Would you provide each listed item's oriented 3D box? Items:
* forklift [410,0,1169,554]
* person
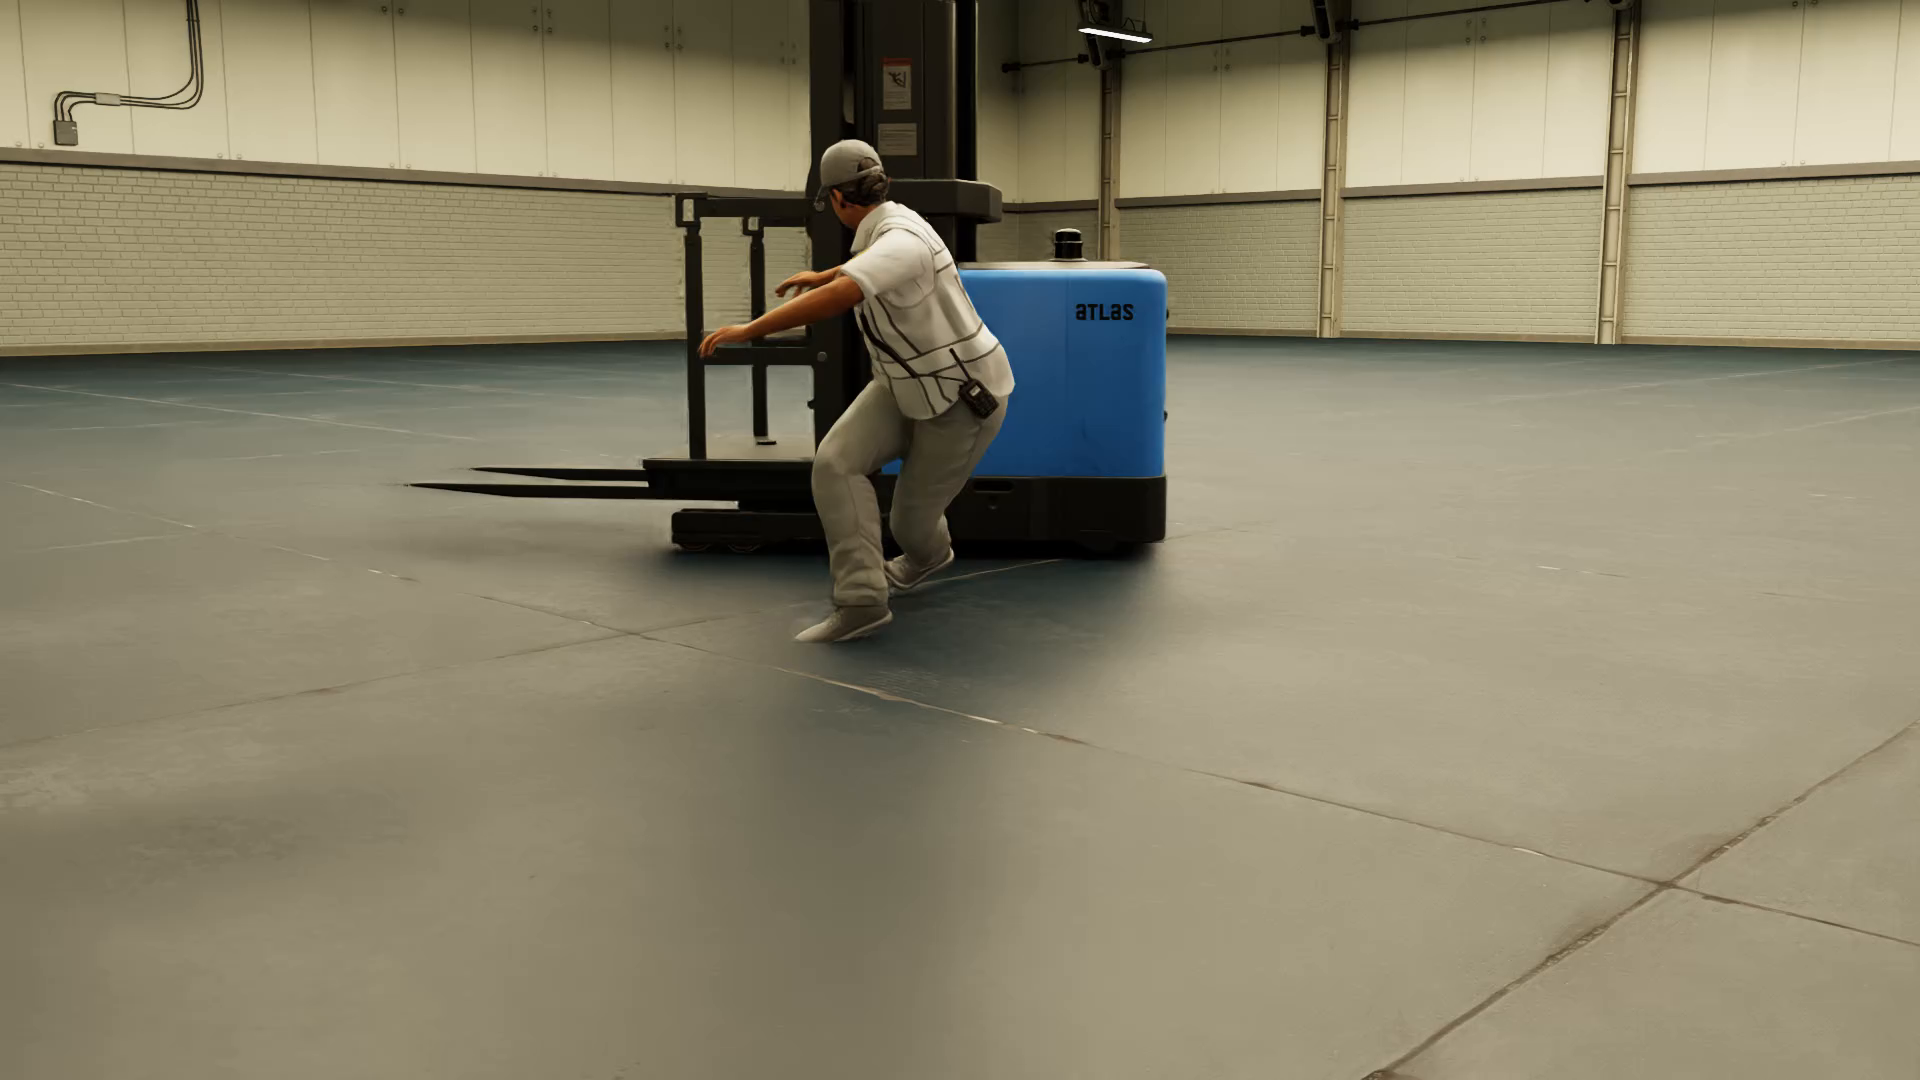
[{"bbox_3d":[-0.679,-1.474,6.663,3.031,2.935,1.130,1,9,7],"label":"forklift"},{"bbox_3d":[-0.377,-0.435,4.945,1.046,1.459,0.836,-7,11,-37],"label":"person"}]
